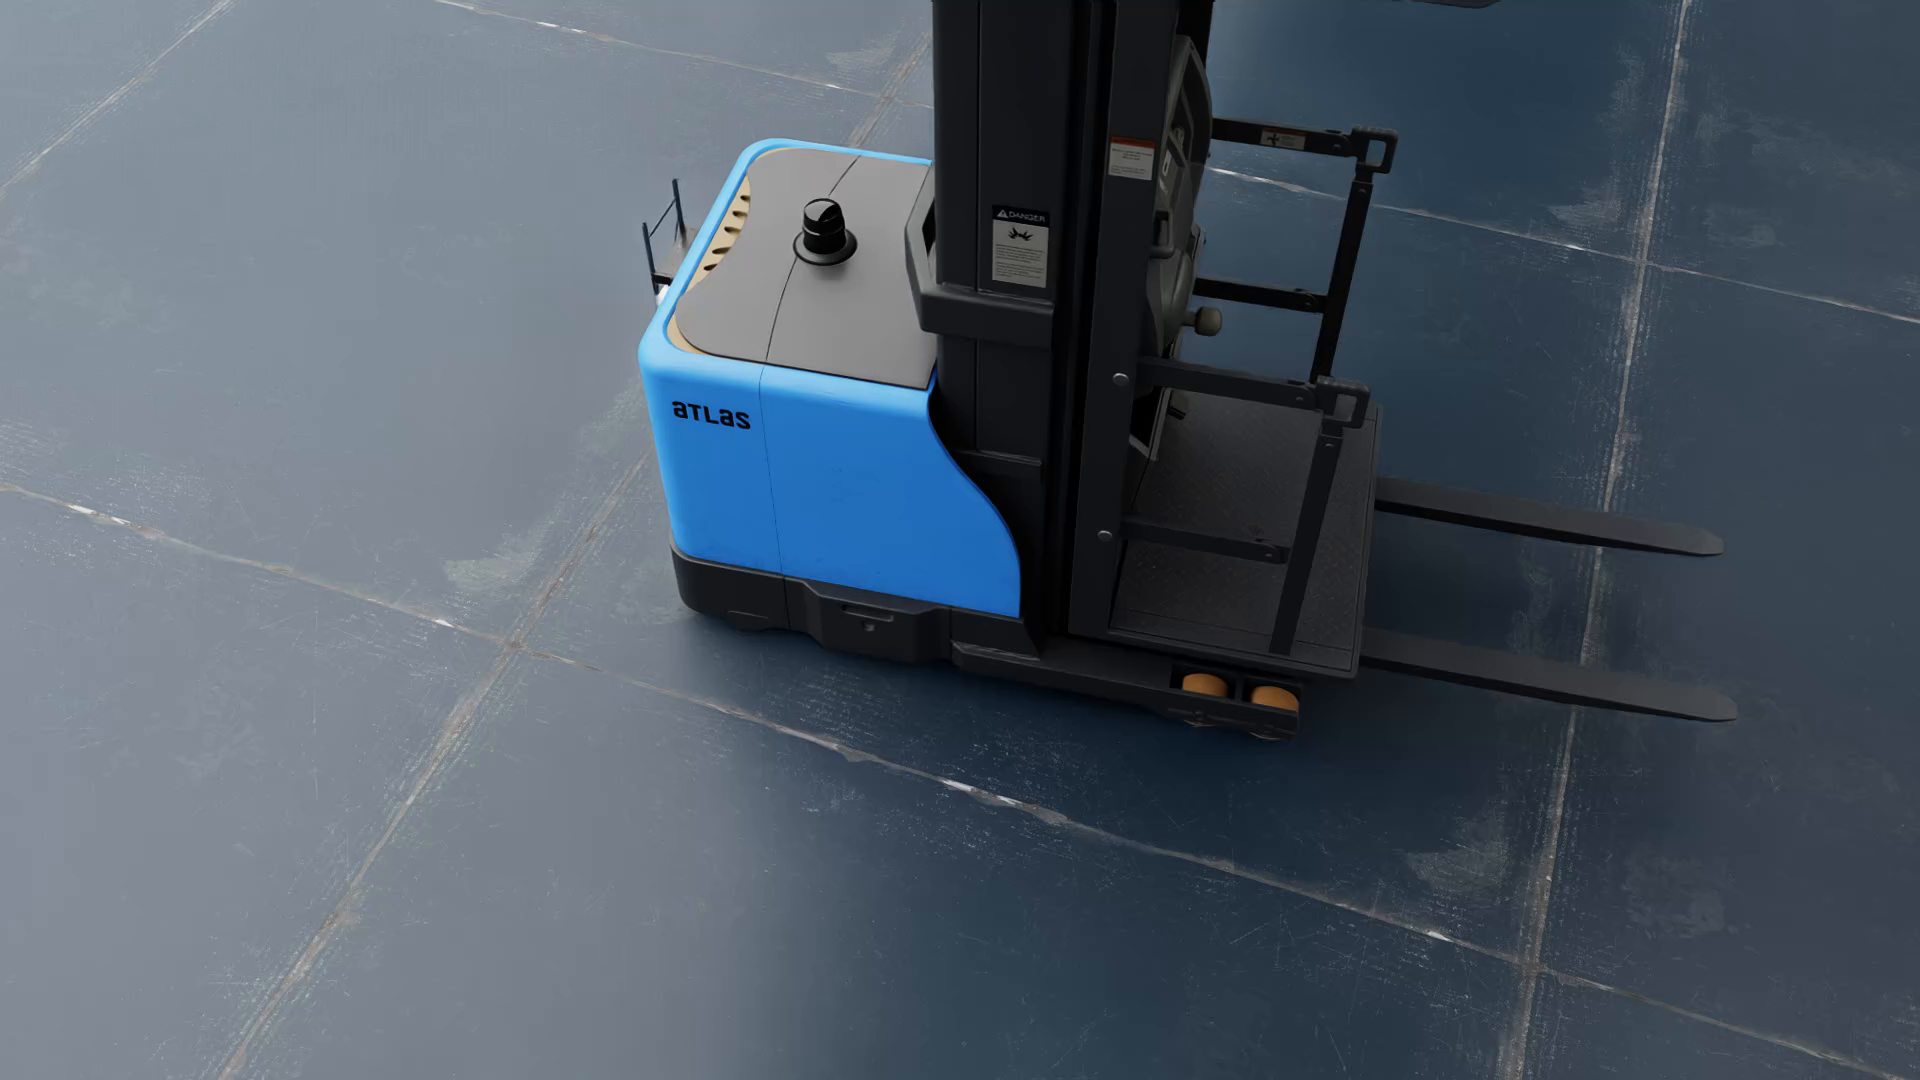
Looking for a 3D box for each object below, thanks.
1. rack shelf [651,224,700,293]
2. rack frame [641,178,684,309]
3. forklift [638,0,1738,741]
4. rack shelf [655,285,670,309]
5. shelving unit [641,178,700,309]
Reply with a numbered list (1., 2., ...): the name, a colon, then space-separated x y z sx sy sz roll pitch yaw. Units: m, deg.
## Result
1. rack shelf: -0.795 -0.842 5.071 0.200 0.077 0.258 13 50 11
2. rack frame: -0.892 -0.710 5.270 0.006 0.900 0.240 13 50 11
3. forklift: 0.723 -0.834 4.034 3.031 2.935 1.130 10 50 9
4. rack shelf: -0.795 -0.783 5.139 0.200 0.077 0.258 13 50 11
5. shelving unit: -0.795 -0.687 5.250 0.210 0.900 0.258 13 50 11
